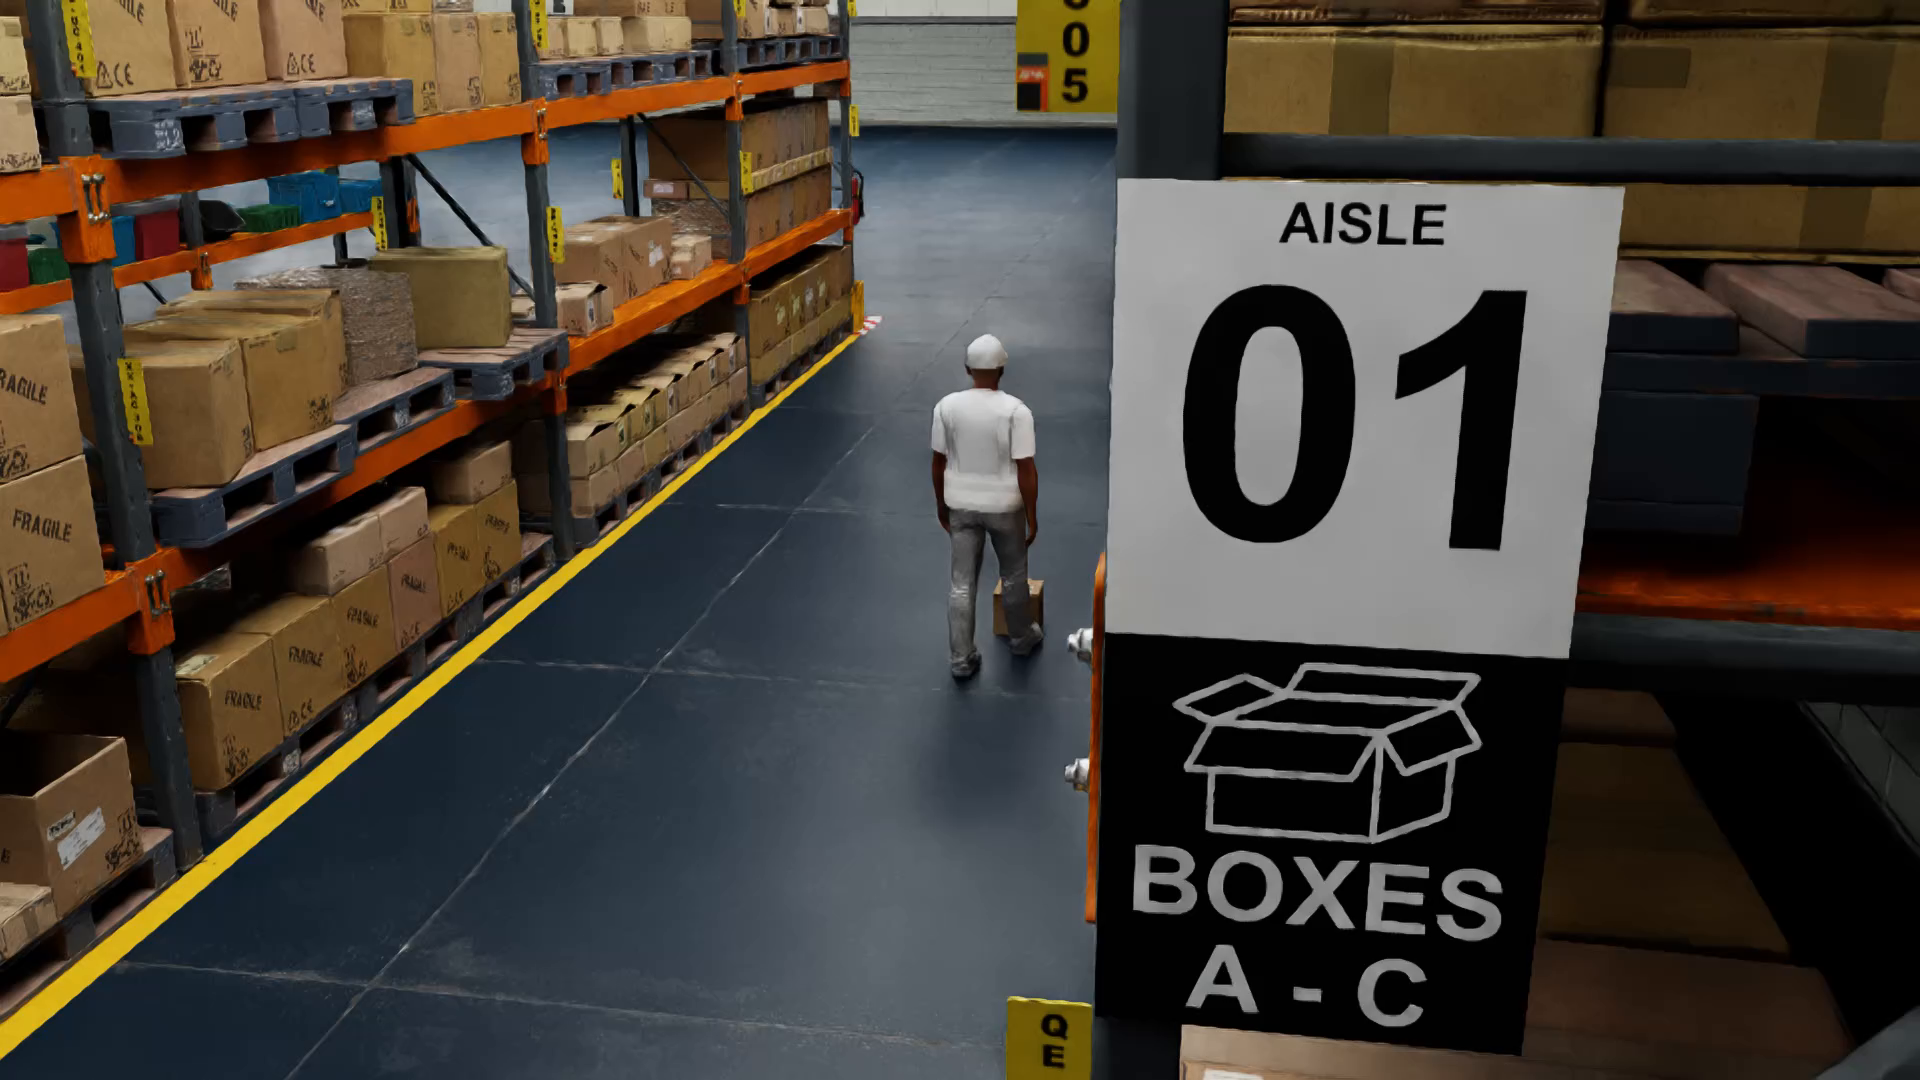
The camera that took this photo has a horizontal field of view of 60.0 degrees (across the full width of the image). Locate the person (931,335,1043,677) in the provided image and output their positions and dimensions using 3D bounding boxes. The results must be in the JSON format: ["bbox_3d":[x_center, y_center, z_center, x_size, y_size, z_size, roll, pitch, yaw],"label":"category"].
[{"bbox_3d":[0.155,-0.212,8.646,0.571,1.755,0.707,4,18,13],"label":"person"}]
